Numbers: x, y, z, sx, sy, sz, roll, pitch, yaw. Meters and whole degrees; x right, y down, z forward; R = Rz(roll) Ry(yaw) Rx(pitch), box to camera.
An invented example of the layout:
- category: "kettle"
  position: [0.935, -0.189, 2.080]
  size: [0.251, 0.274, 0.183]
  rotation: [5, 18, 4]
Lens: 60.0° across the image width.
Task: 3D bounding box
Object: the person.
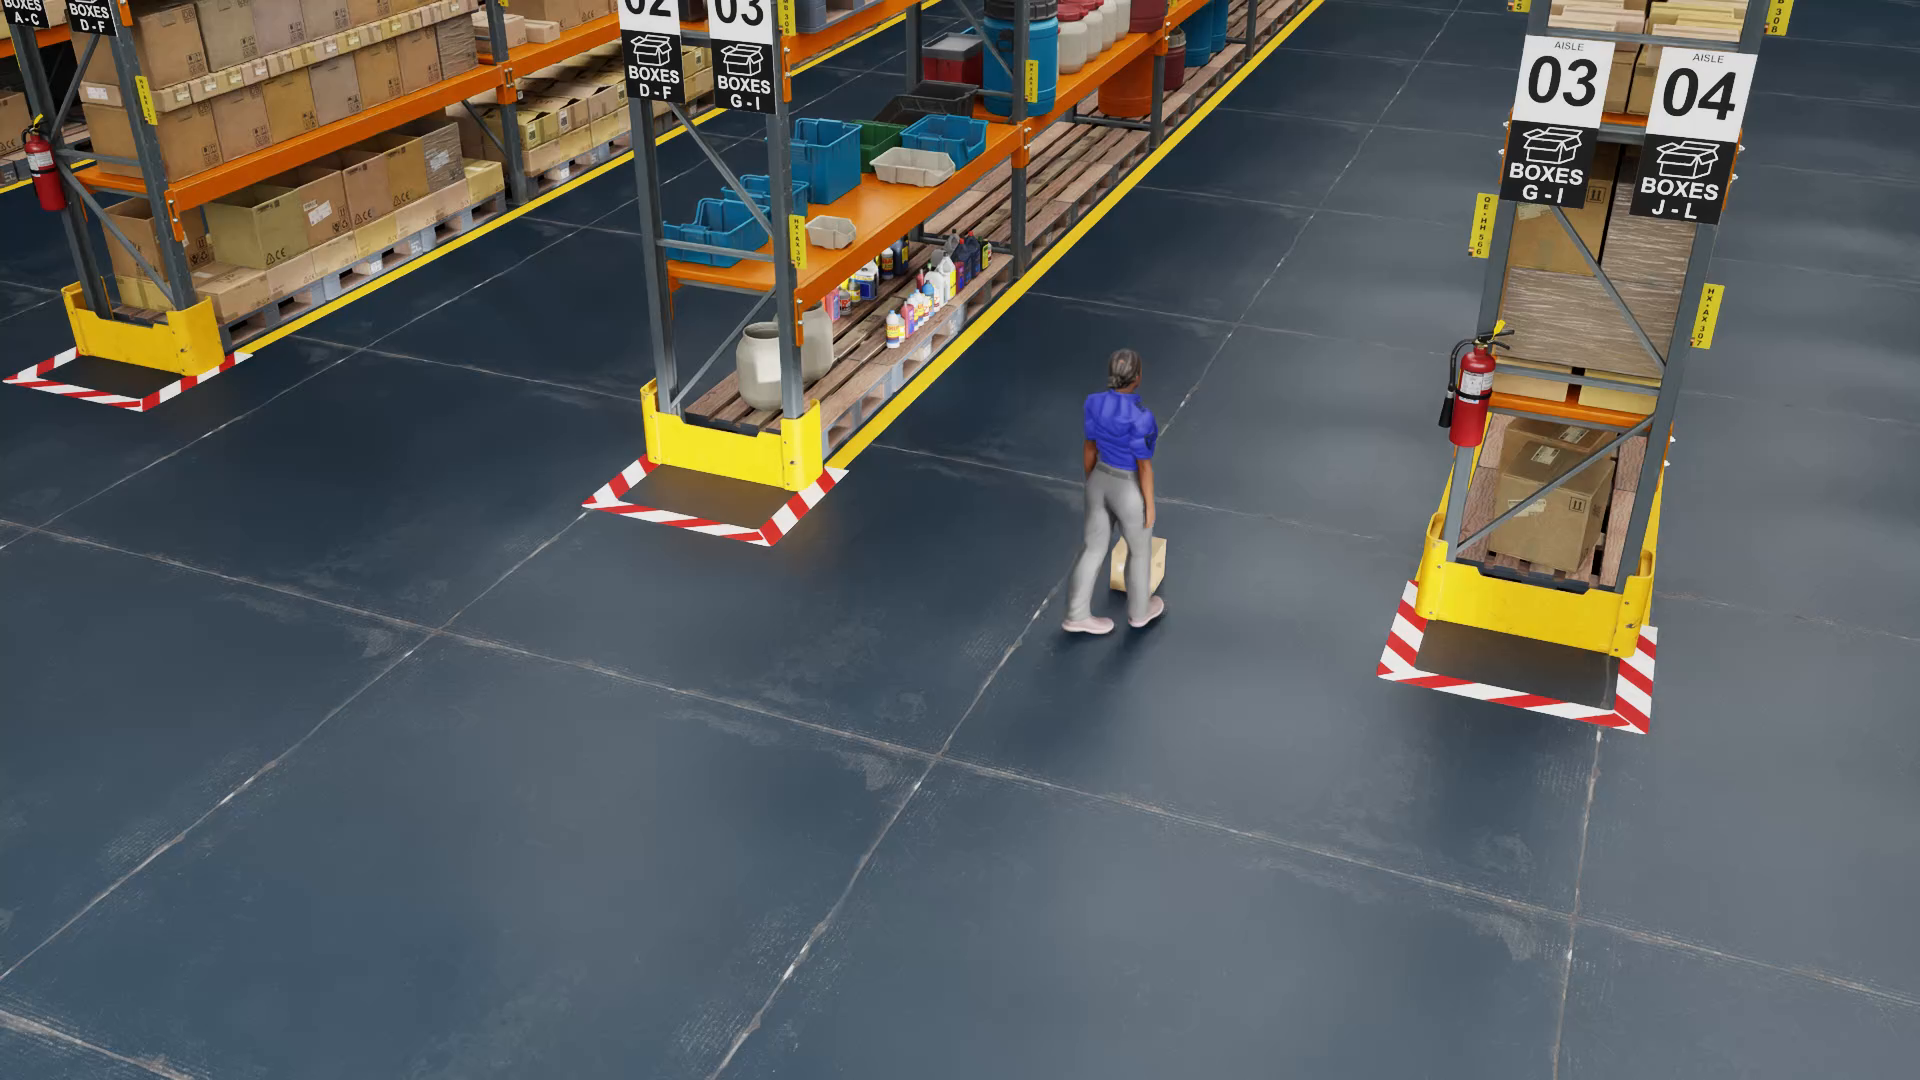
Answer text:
- category: "person"
  position: [0.868, -0.261, 8.840]
  size: [0.446, 1.660, 0.600]
  rotation: [24, 37, 35]
